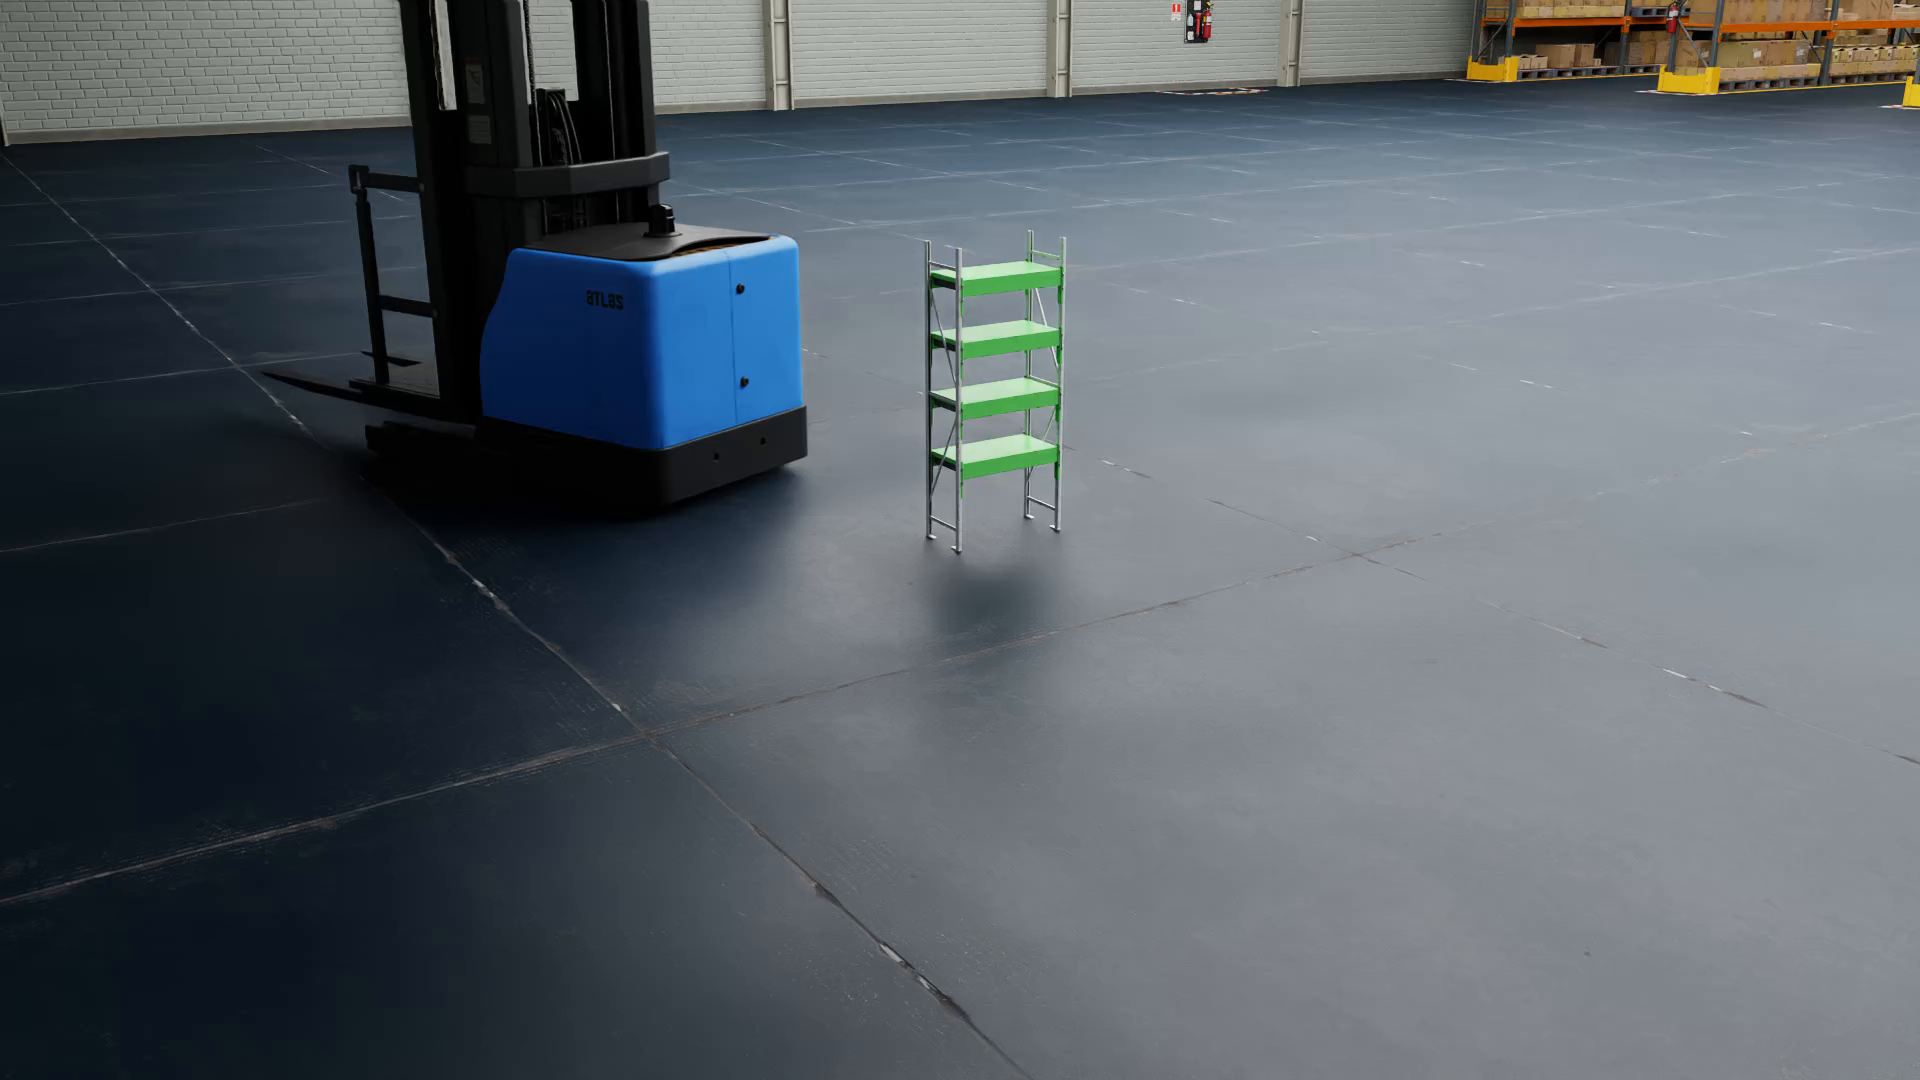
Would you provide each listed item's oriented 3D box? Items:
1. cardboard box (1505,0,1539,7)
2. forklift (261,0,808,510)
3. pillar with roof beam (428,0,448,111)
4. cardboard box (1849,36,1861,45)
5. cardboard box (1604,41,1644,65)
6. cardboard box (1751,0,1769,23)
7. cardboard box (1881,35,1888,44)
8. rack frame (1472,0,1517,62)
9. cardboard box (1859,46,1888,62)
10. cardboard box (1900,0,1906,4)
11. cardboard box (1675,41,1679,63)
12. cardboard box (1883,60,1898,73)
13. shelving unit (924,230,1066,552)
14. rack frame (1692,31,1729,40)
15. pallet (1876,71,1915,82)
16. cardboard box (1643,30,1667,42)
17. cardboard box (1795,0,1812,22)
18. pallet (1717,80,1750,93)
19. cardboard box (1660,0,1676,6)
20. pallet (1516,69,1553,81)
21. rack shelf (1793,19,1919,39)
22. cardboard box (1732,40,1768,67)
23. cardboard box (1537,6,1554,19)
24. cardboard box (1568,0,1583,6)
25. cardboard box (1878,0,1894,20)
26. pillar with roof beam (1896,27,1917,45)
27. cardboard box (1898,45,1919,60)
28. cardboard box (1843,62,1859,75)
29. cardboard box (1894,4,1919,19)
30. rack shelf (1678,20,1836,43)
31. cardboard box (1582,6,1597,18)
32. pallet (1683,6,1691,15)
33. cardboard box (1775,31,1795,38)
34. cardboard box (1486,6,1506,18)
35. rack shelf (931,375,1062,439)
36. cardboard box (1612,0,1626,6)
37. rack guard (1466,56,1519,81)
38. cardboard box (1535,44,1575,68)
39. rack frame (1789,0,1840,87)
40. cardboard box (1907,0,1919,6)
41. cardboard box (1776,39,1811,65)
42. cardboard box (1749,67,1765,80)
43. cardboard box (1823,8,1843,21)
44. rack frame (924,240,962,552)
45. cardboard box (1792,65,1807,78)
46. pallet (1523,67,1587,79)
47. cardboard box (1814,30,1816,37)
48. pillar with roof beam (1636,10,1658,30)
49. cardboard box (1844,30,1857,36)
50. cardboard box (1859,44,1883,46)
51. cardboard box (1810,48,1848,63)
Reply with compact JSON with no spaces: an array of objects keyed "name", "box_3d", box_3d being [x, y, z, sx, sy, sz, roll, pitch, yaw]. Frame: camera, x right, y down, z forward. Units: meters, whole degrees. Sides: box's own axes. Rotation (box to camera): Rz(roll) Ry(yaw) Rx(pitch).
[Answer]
[{"name":"cardboard box","box_3d":[12.375,-11.993,36.569,0.500,0.500,0.500,-12,22,-31]},{"name":"forklift","box_3d":[-2.203,-1.863,7.680,3.031,2.935,1.130,13,22,33]},{"name":"pillar with roof beam","box_3d":[-5.757,-9.514,20.835,0.400,9.000,9.100,-12,22,-31]},{"name":"cardboard box","box_3d":[23.365,-13.106,44.076,0.500,0.500,0.700,-11,22,-30]},{"name":"cardboard box","box_3d":[15.757,-11.559,39.468,0.500,0.500,0.700,-11,22,-30]},{"name":"cardboard box","box_3d":[15.789,-10.677,33.488,0.500,0.500,0.700,-12,22,-31]},{"name":"cardboard box","box_3d":[24.644,-13.379,44.883,0.500,0.500,0.700,-12,22,-31]},{"name":"rack frame","box_3d":[11.811,-11.696,36.657,0.127,3.000,1.000,-12,22,-31]},{"name":"cardboard box","box_3d":[19.645,-10.515,35.927,0.500,0.311,0.500,-11,22,-30]},{"name":"cardboard box","box_3d":[24.753,-14.564,44.672,0.700,0.700,0.980,-11,21,-29]},{"name":"cardboard box","box_3d":[17.026,-11.834,40.281,0.500,0.500,0.700,-12,22,-32]},{"name":"cardboard box","box_3d":[20.064,-10.340,36.283,0.500,0.250,0.500,-11,22,-30]},{"name":"shelving unit","box_3d":[0.138,-0.598,6.639,0.503,1.200,0.258,-12,22,-31]},{"name":"rack frame","box_3d":[18.492,-13.105,40.825,0.127,3.000,1.000,-12,22,-31]},{"name":"pallet","box_3d":[20.511,-10.325,36.956,1.213,0.211,1.003,-12,22,-31]},{"name":"cardboard box","box_3d":[16.556,-12.085,39.854,0.500,0.250,0.500,-13,22,-33]},{"name":"cardboard box","box_3d":[17.075,-10.949,34.292,0.500,0.500,0.700,-12,22,-32]},{"name":"pallet","box_3d":[15.154,-9.197,33.618,1.213,0.211,1.003,-12,22,-31]},{"name":"cardboard box","box_3d":[16.599,-12.958,39.546,0.500,0.500,0.700,-9,21,-24]},{"name":"pallet","box_3d":[12.572,-10.522,37.539,1.213,0.211,1.003,-12,22,-31]},{"name":"rack shelf","box_3d":[19.550,-11.088,35.981,4.000,0.370,1.077,-12,22,-31]},{"name":"cardboard box","box_3d":[15.936,-9.838,33.629,0.500,0.500,0.500,-12,22,-31]},{"name":"cardboard box","box_3d":[12.819,-11.731,36.963,0.500,0.250,0.500,-13,22,-33]},{"name":"cardboard box","box_3d":[13.653,-12.261,37.361,0.500,0.500,0.500,-11,22,-30]},{"name":"cardboard box","box_3d":[19.827,-11.528,36.005,0.500,0.500,0.500,-13,23,-34]},{"name":"pillar with roof beam","box_3d":[29.321,-16.912,42.718,0.400,9.000,9.100,-12,22,-31]},{"name":"cardboard box","box_3d":[20.918,-10.785,36.723,0.500,0.311,0.500,-11,22,-30]},{"name":"cardboard box","box_3d":[18.780,-10.067,35.476,0.500,0.250,0.500,-11,22,-30]},{"name":"cardboard box","box_3d":[20.892,-11.686,36.767,0.500,0.311,0.500,-10,21,-28]},{"name":"rack shelf","box_3d":[16.209,-10.383,33.897,4.000,0.370,1.077,-12,22,-31]},{"name":"cardboard box","box_3d":[14.091,-11.996,37.748,0.500,0.250,0.500,-12,22,-32]},{"name":"pallet","box_3d":[17.956,-12.860,40.400,1.003,0.211,1.213,-12,22,-31]},{"name":"cardboard box","box_3d":[20.621,-12.684,42.279,0.750,0.750,0.750,-11,22,-30]},{"name":"cardboard box","box_3d":[12.095,-11.769,37.075,0.500,0.250,0.500,-12,22,-31]},{"name":"rack shelf","box_3d":[0.138,-0.537,6.659,0.480,0.148,0.258,-12,22,-31]},{"name":"cardboard box","box_3d":[14.927,-12.528,38.151,0.500,0.500,0.500,-12,22,-32]},{"name":"rack guard","box_3d":[11.874,-10.525,37.097,0.348,0.500,1.175,-12,22,-31]},{"name":"cardboard box","box_3d":[13.555,-11.034,37.916,0.500,0.500,0.700,-14,23,-35]},{"name":"rack frame","box_3d":[17.879,-11.076,34.824,0.127,3.000,1.000,-12,22,-31]},{"name":"cardboard box","box_3d":[21.684,-12.168,37.242,0.700,0.500,0.500,14,23,35]},{"name":"cardboard box","box_3d":[17.188,-10.103,34.411,0.500,0.500,0.500,-12,22,-31]},{"name":"cardboard box","box_3d":[15.942,-9.480,33.740,0.500,0.250,0.500,-12,22,-31]},{"name":"cardboard box","box_3d":[18.266,-11.104,35.139,0.500,0.250,0.500,-10,21,-28]},{"name":"rack frame","box_3d":[-0.066,-0.555,6.512,0.015,1.200,0.240,-12,22,-31]},{"name":"cardboard box","box_3d":[17.189,-9.747,34.530,0.500,0.250,0.500,-12,22,-31]},{"name":"pallet","box_3d":[13.590,-10.736,38.170,1.213,0.211,1.003,-12,22,-31]},{"name":"cardboard box","box_3d":[22.284,-13.264,43.529,0.250,0.149,0.380,-12,22,-32]},{"name":"pillar with roof beam","box_3d":[19.299,-14.798,36.465,0.400,9.000,9.100,-12,22,-31]},{"name":"cardboard box","box_3d":[23.336,-13.340,43.753,0.250,0.149,0.380,-13,22,-33]},{"name":"cardboard box","box_3d":[20.187,-10.834,36.870,0.500,0.311,0.500,-13,22,-33]},{"name":"cardboard box","box_3d":[18.361,-10.244,35.125,0.500,0.311,0.500,-12,22,-31]}]
